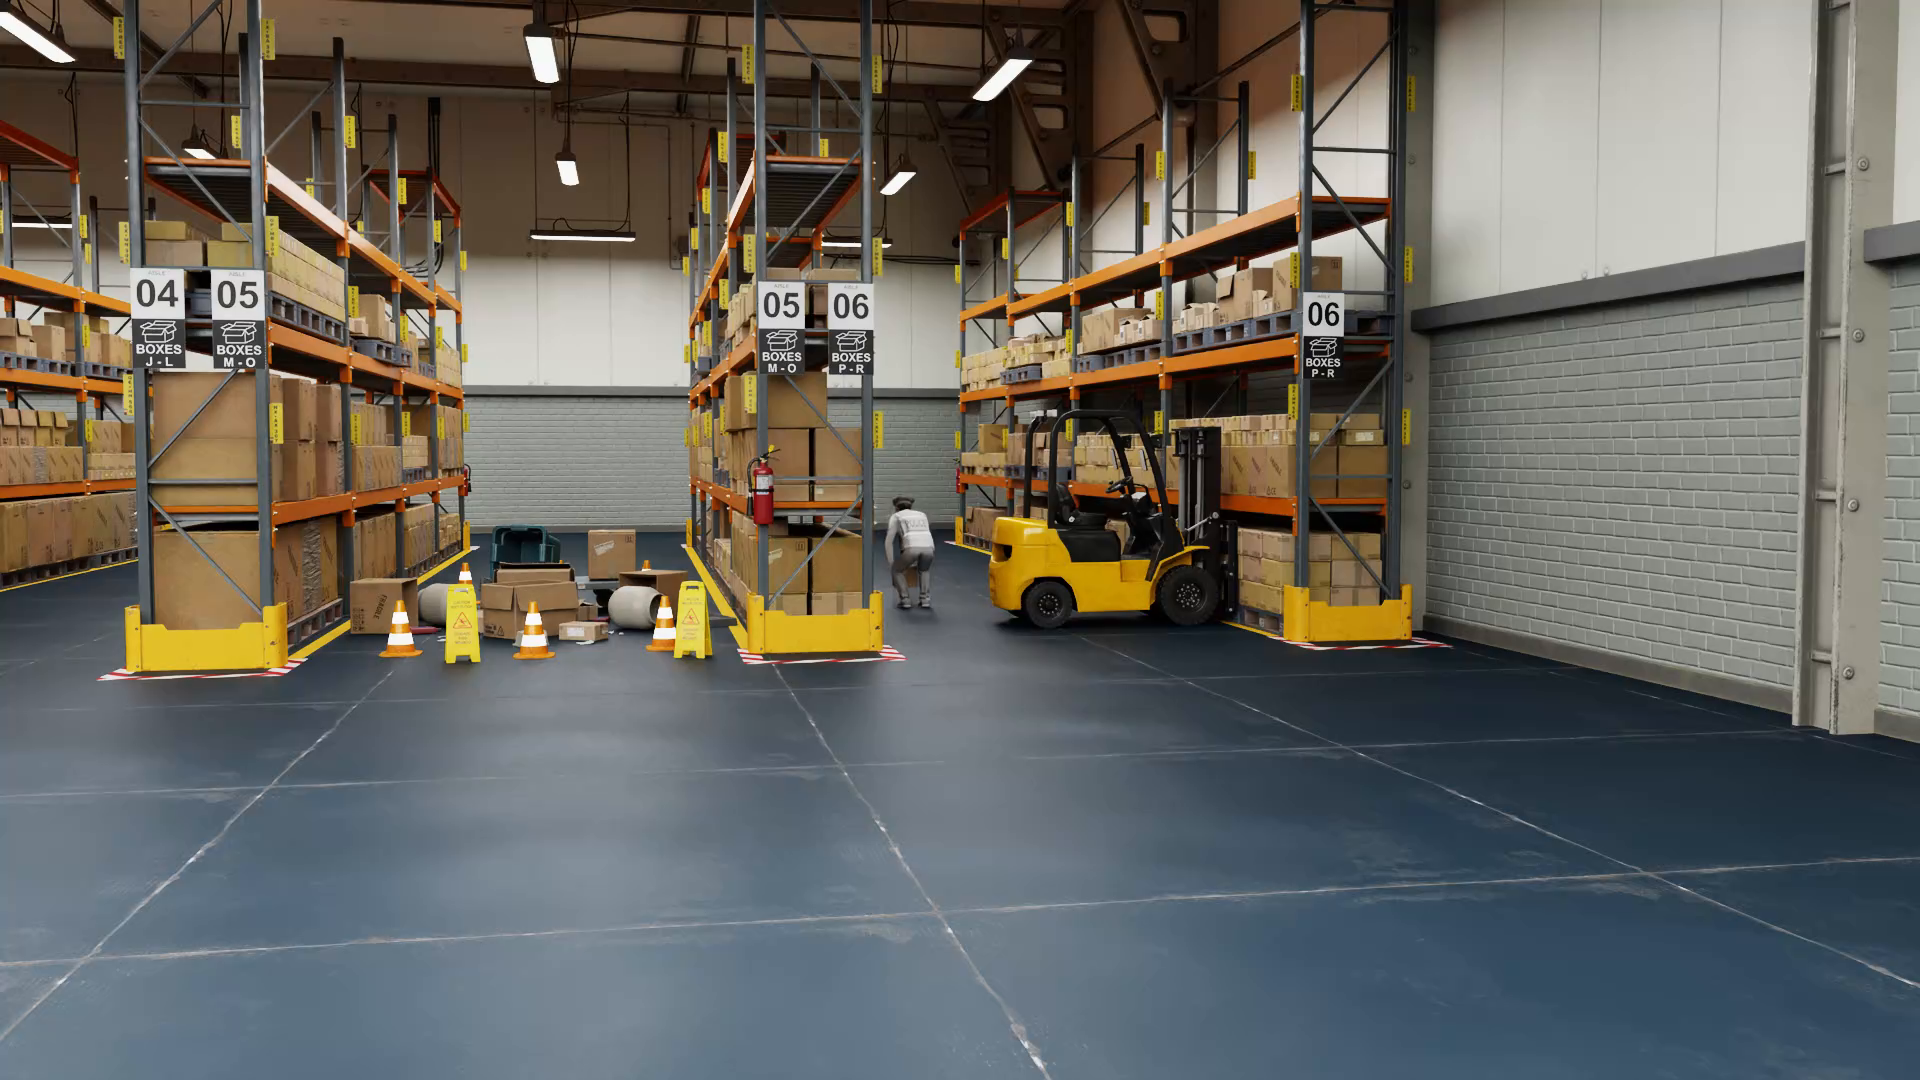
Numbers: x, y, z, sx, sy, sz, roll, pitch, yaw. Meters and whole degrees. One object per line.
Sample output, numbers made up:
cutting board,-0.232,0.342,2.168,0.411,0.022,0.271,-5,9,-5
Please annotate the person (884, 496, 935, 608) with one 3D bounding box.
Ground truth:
person,-0.561,0.137,18.587,0.522,1.239,0.771,-1,3,-16
